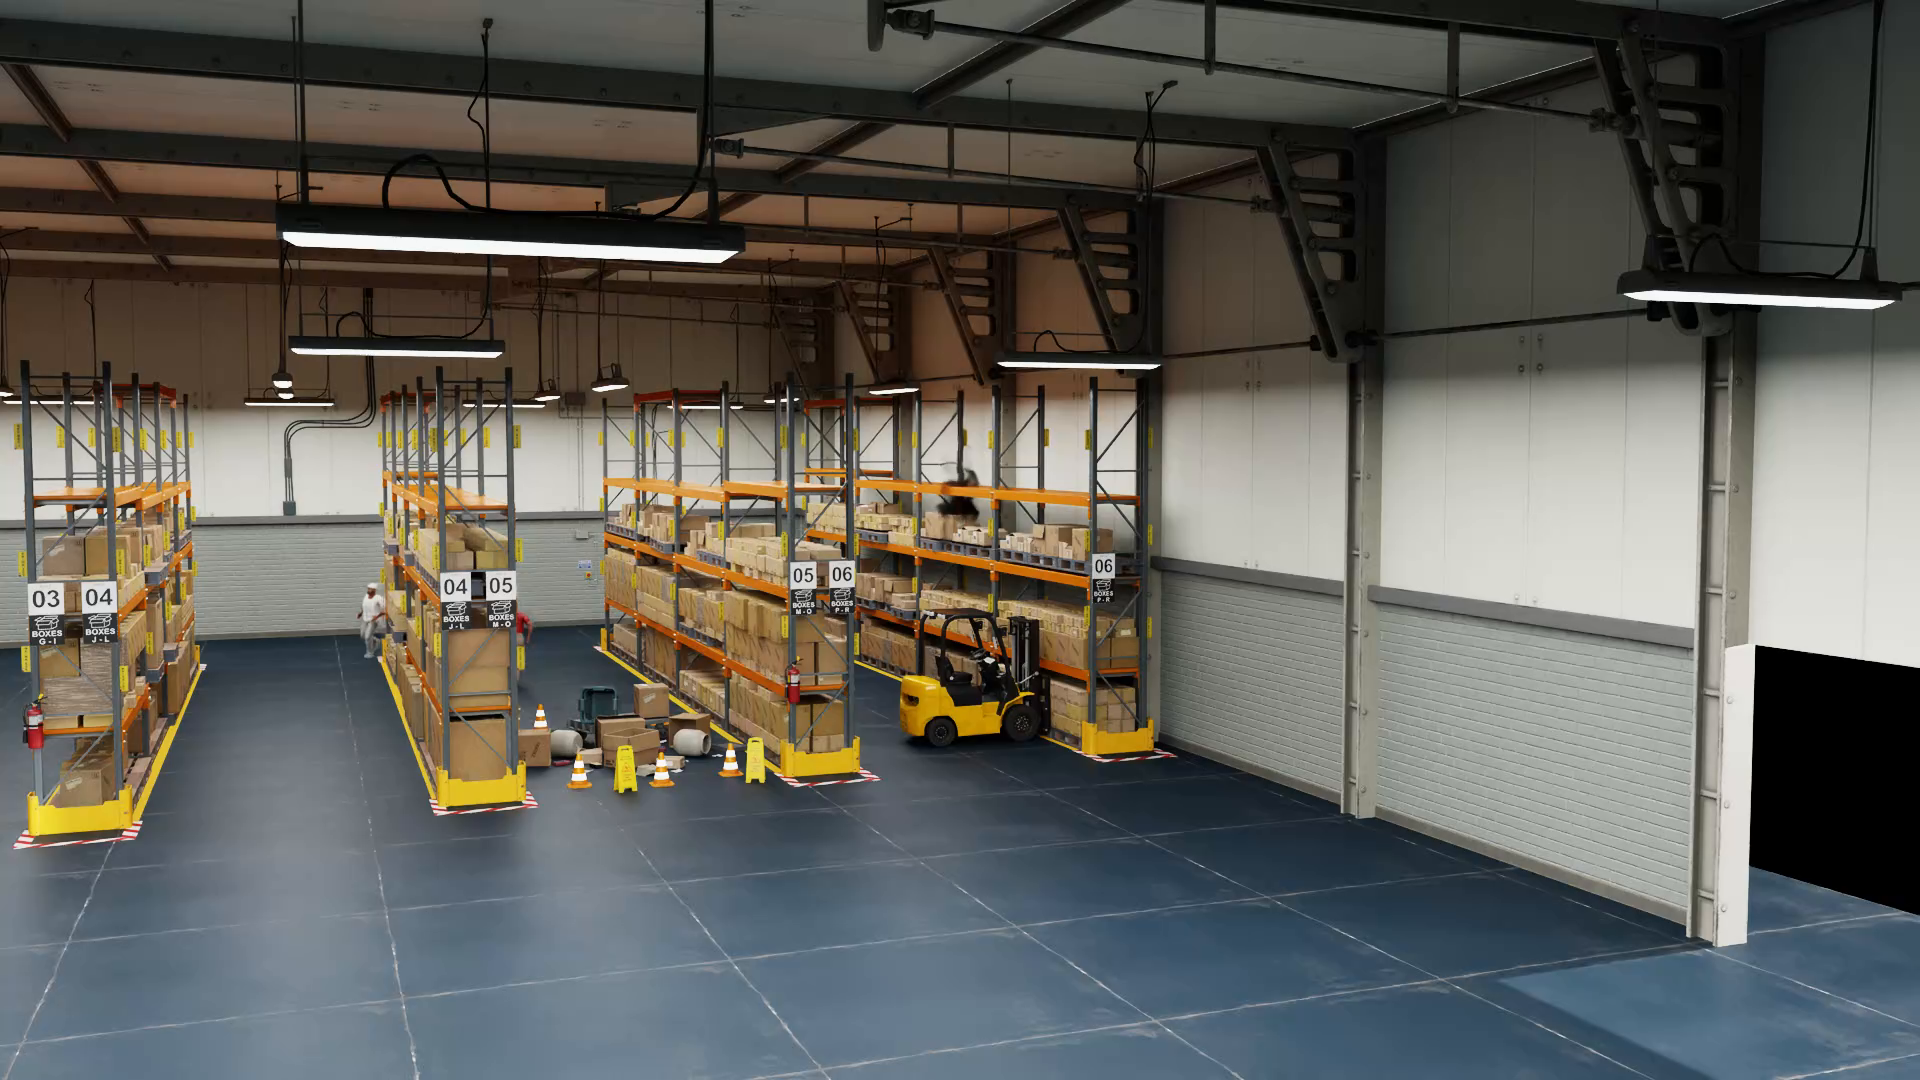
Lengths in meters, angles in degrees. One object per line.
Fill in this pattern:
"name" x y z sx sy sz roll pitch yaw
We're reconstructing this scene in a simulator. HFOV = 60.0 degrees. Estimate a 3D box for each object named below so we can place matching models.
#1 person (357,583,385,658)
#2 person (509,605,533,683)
"person" -13.505 1.843 38.351 0.719 1.717 0.604 2 4 28
"person" -9.103 2.136 34.007 0.676 1.785 0.889 -2 4 -25
